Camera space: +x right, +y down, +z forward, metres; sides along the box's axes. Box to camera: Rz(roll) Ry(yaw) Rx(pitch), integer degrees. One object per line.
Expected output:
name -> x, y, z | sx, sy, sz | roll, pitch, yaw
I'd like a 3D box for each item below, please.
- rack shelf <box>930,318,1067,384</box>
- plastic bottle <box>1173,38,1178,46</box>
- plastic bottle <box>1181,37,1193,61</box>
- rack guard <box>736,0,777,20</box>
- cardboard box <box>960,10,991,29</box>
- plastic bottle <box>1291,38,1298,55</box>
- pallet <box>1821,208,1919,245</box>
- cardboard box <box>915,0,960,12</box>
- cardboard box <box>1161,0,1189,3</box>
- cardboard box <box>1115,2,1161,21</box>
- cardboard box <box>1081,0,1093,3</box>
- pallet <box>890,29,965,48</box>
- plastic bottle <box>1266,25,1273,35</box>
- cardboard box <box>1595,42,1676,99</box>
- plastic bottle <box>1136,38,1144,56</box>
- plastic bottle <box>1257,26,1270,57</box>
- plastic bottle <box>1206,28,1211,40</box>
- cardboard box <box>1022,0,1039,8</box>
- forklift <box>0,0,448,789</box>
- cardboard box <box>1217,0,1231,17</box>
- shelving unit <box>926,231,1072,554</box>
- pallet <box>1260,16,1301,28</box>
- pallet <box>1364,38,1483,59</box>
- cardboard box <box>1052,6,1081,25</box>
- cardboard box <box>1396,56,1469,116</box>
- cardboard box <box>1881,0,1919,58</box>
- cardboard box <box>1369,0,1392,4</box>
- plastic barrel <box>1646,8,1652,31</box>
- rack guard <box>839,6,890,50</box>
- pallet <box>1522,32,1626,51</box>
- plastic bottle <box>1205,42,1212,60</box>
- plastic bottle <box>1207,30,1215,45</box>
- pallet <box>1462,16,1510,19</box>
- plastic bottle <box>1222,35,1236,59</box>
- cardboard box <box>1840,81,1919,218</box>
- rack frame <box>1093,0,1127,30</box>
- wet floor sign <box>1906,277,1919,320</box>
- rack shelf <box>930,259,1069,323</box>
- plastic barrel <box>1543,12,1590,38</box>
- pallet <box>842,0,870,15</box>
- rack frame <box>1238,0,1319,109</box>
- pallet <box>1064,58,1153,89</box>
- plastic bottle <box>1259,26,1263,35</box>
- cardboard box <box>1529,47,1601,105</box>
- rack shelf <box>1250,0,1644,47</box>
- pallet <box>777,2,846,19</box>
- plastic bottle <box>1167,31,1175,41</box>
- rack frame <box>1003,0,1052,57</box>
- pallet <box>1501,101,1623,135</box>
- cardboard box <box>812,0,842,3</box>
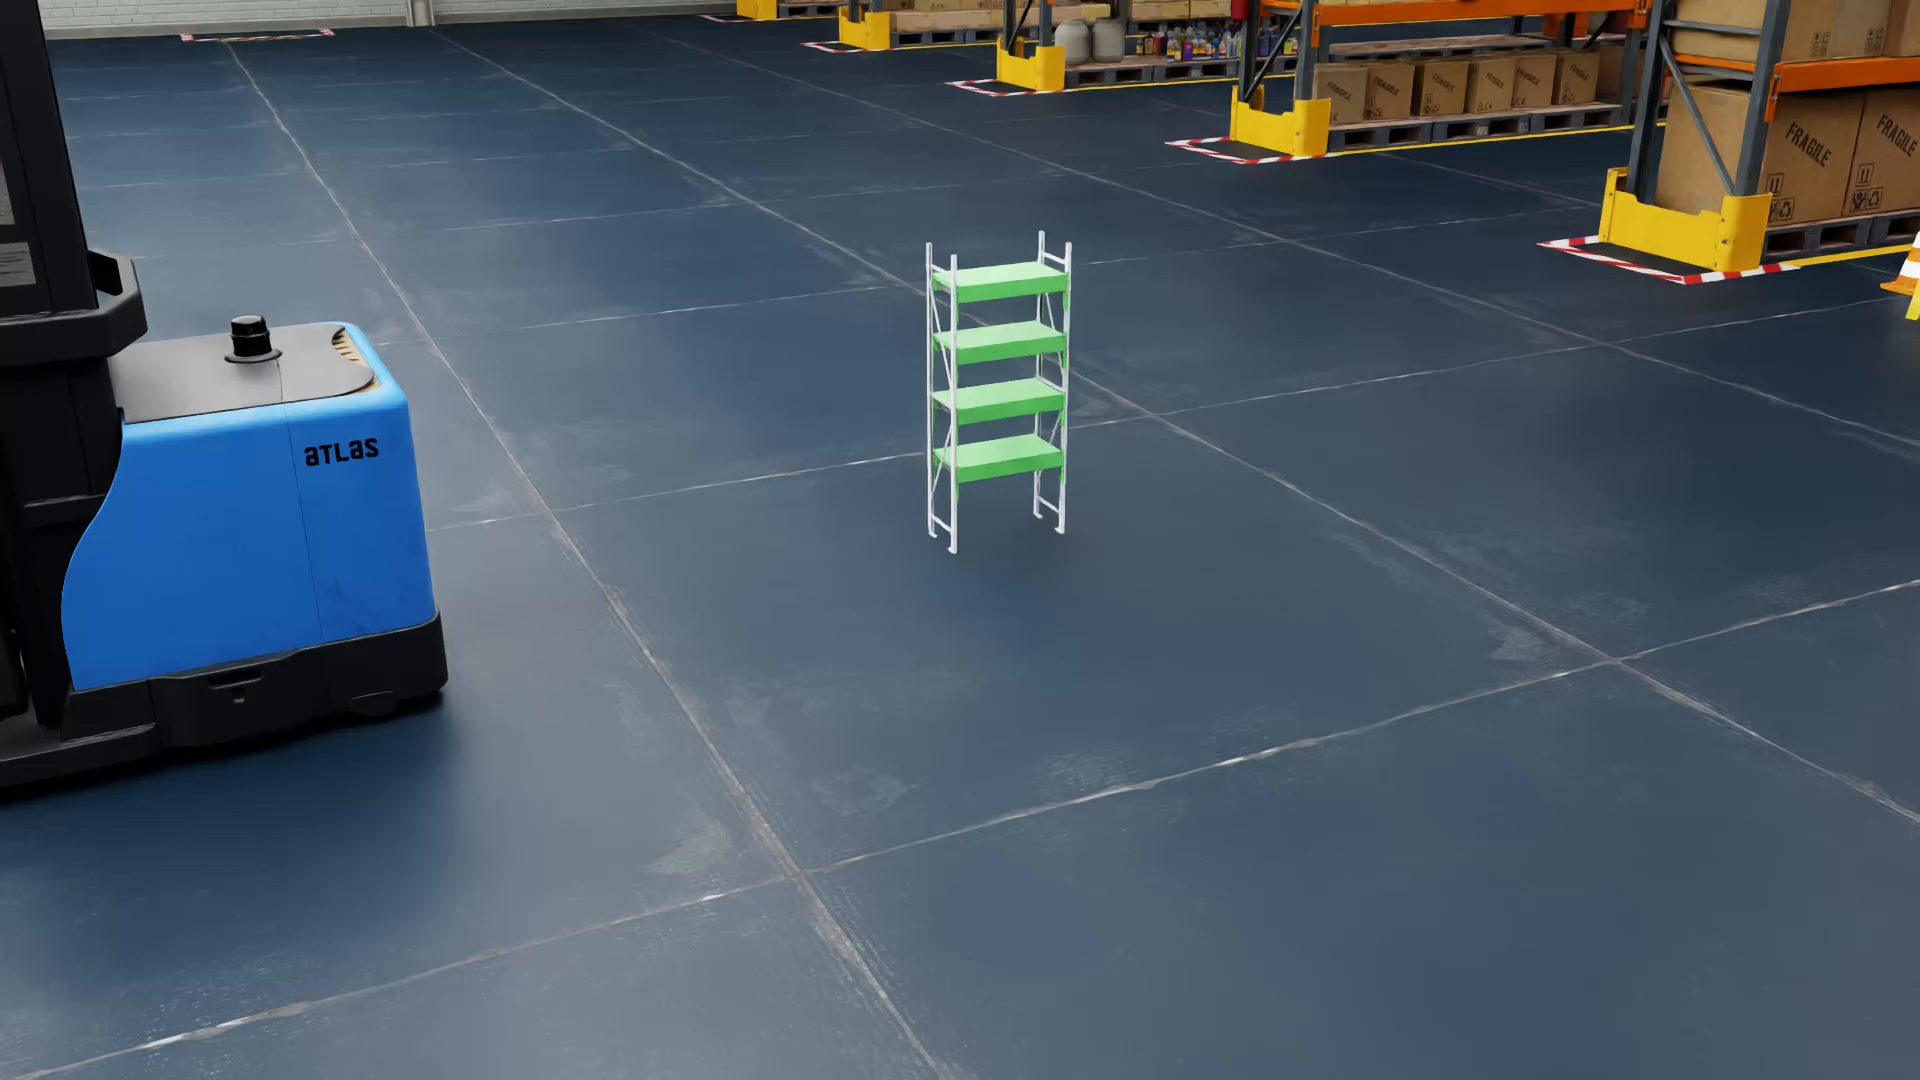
rack shelf -> 0.149, -0.745, 6.519 | 0.480, 0.148, 0.258 | -10, 25, -24
plastic bottle -> 2.690, -6.199, 20.886 | 0.097, 0.201, 0.097 | 0, 22, 0
plastic bottle -> 2.771, -5.990, 20.275 | 0.133, 0.283, 0.061 | -10, 25, -23
rack guard -> -3.438, -9.089, 28.053 | 0.348, 0.500, 1.175 | -10, 25, -24
cardboard box -> 0.125, -7.628, 24.301 | 0.500, 0.250, 0.500 | -10, 25, -24
plastic bottle -> 4.203, -6.223, 20.946 | 0.097, 0.201, 0.097 | 0, 22, 0
pallet -> 6.783, -2.456, 12.407 | 1.213, 0.211, 1.003 | -10, 25, -24
cardboard box -> -0.325, -7.891, 23.956 | 0.500, 0.500, 0.500 | -10, 25, -24
cardboard box -> 3.183, -8.435, 25.518 | 0.500, 0.311, 0.500 | -11, 25, -24
cardboard box -> 2.720, -8.093, 25.426 | 0.500, 0.250, 0.500 | -11, 25, -25
cardboard box -> 1.696, -8.489, 25.402 | 0.500, 0.500, 0.500 | -10, 25, -24
pallet -> -0.684, -7.378, 24.297 | 1.213, 0.211, 1.003 | -10, 25, -24
plastic bottle -> 3.877, -6.303, 20.944 | 0.185, 0.351, 0.144 | -10, 25, -24
cardboard box -> 7.105, -4.916, 17.398 | 0.500, 0.500, 0.700 | -13, 26, -28
plastic bottle -> 2.255, -6.183, 20.849 | 0.097, 0.201, 0.097 | 0, 22, 0
plastic bottle -> 3.766, -6.222, 20.747 | 0.185, 0.351, 0.144 | -12, 25, -26
plastic bottle -> 3.150, -6.394, 21.250 | 0.133, 0.283, 0.061 | -9, 24, -21
cardboard box -> 1.022, -8.143, 24.565 | 0.500, 0.500, 0.500 | -10, 25, -24
forklift -> -3.227, -0.718, 4.653 | 3.031, 2.935, 1.130 | -11, 25, -25
cardboard box -> 4.106, -8.349, 26.043 | 0.500, 0.250, 0.500 | -10, 24, -23
shelving unit -> 0.149, -0.582, 6.587 | 0.503, 1.200, 0.258 | -10, 25, -24
pallet -> 5.095, -8.440, 26.864 | 1.213, 0.211, 1.003 | -10, 25, -24
pallet -> 6.186, -6.540, 22.273 | 1.213, 0.211, 1.003 | -10, 25, -24
cardboard box -> 1.472, -7.880, 24.911 | 0.500, 0.250, 0.500 | -10, 25, -24
cardboard box -> 4.604, -4.455, 16.310 | 0.500, 0.500, 0.500 | -8, 24, -19
cardboard box -> 6.358, -3.679, 11.519 | 0.550, 0.550, 0.875 | -10, 25, -24
cardboard box -> 3.764, -5.030, 15.309 | 0.250, 0.149, 0.380 | -10, 25, -24
plastic barrel -> 9.920, -7.587, 23.862 | 0.421, 0.512, 0.421 | 0, 22, 0
rack guard -> -1.376, -7.366, 23.891 | 0.348, 0.500, 1.175 | -10, 25, -24
pallet -> 8.691, -7.001, 23.387 | 1.213, 0.211, 1.003 | -10, 25, -24
plastic bottle -> 3.047, -6.011, 20.432 | 0.097, 0.201, 0.097 | 0, 22, 0
plastic bottle -> 3.201, -6.364, 21.194 | 0.097, 0.271, 0.097 | 0, 22, 0
pallet -> 8.741, -9.079, 28.407 | 1.213, 0.211, 1.003 | -10, 25, -24
plastic bottle -> 3.327, -6.108, 20.570 | 0.135, 0.276, 0.152 | -10, 24, -23
cardboard box -> 6.373, -2.878, 12.010 | 0.875, 0.875, 0.875 | -11, 25, -24
rack frame -> 2.250, -9.188, 25.025 | 0.127, 3.000, 1.000 | -10, 25, -24
wet floor sign -> 5.831, -1.609, 9.794 | 0.232, 0.644, 0.267 | -15, 27, -33
rack shelf -> 0.149, -0.966, 6.428 | 0.480, 0.148, 0.258 | -10, 25, -24
plastic barrel -> 8.432, -7.422, 23.048 | 0.708, 0.830, 0.600 | -10, 25, -24
pallet -> -1.593, -9.279, 28.890 | 1.213, 0.211, 1.003 | -10, 25, -24
rack frame -> 2.938, -5.110, 15.173 | 0.127, 3.000, 1.000 | -10, 25, -24
pallet -> 1.573, -5.690, 20.221 | 1.213, 0.211, 1.003 | -10, 25, -24
plastic bottle -> 3.917, -6.521, 21.575 | 0.097, 0.271, 0.097 | 0, 22, 0
cardboard box -> 6.165, -4.760, 17.047 | 0.500, 0.500, 0.500 | -11, 25, -25
rack shelf -> 4.740, -5.110, 16.112 | 4.000, 0.370, 1.077 | -10, 25, -24
pallet -> -2.691, -9.078, 28.405 | 1.213, 0.211, 1.003 | -10, 25, -24
plastic bottle -> 2.619, -6.273, 20.968 | 0.135, 0.276, 0.152 | -11, 25, -25
rack frame -> 0.790, -6.817, 19.297 | 0.127, 3.000, 1.000 | -10, 25, -24
pallet -> 5.953, -4.362, 17.011 | 1.213, 0.211, 1.003 | -10, 25, -24
cardboard box -> -2.330, -9.371, 28.406 | 0.500, 0.311, 0.500 | -8, 24, -19
